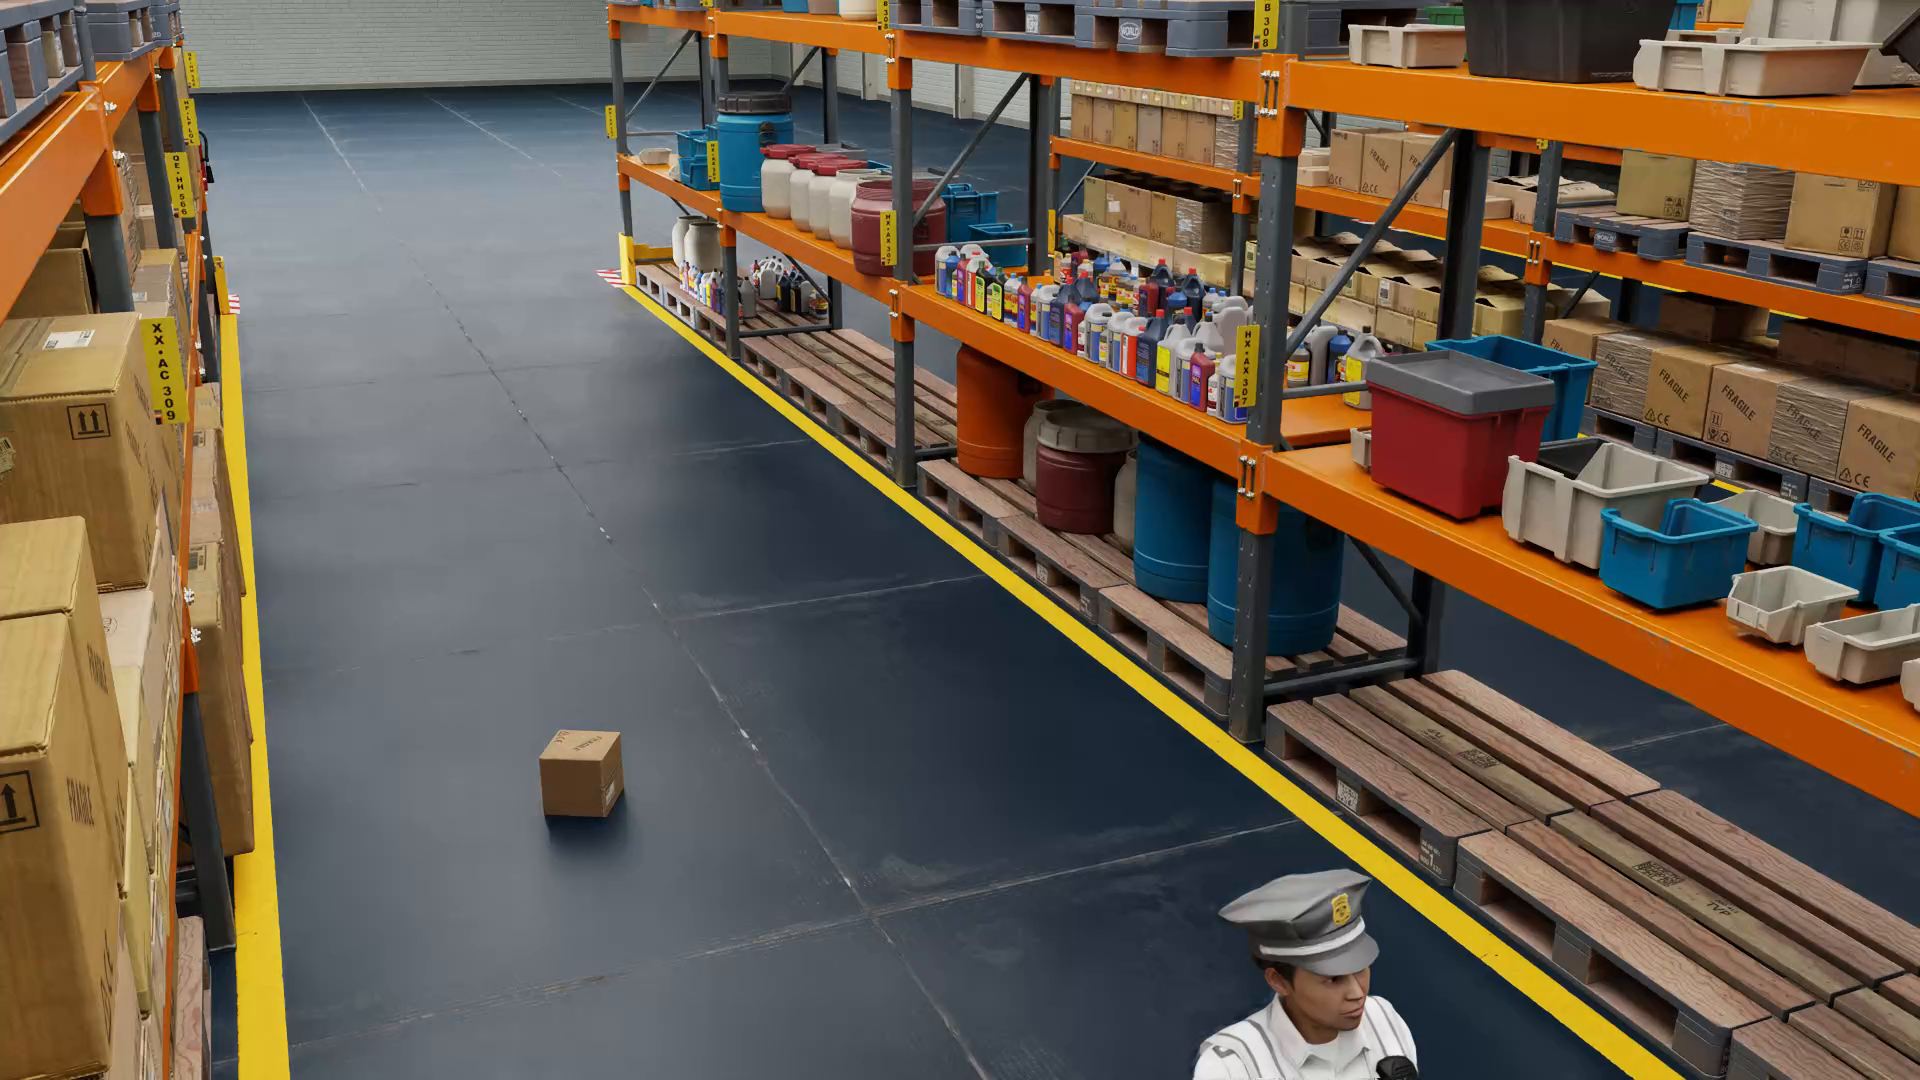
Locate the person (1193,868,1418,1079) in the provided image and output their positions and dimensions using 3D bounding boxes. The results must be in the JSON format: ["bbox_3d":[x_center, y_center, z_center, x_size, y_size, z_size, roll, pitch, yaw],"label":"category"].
[{"bbox_3d":[0.630,1.355,3.026,0.490,1.673,0.612,-7,20,-19],"label":"person"}]
